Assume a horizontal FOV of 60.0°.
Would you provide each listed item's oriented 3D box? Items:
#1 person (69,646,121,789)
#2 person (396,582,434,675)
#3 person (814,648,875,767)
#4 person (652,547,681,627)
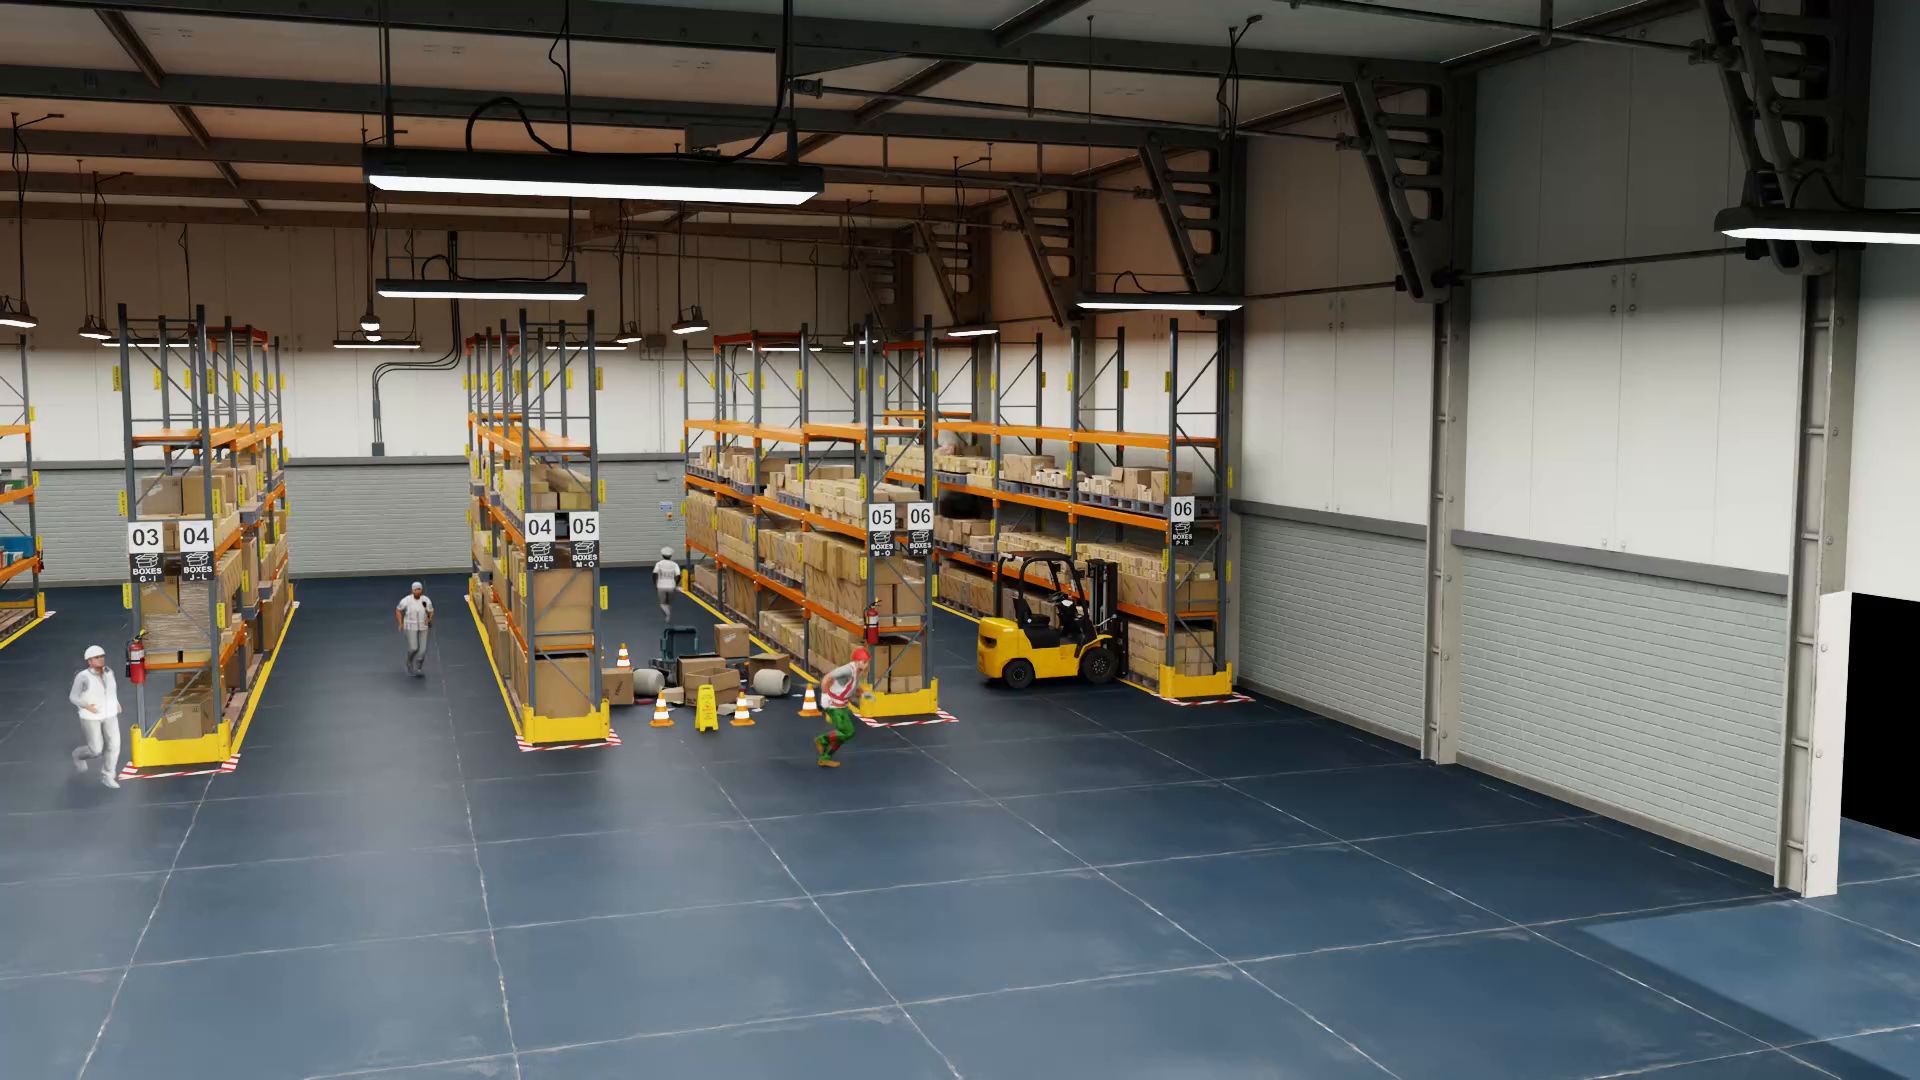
[{"bbox_3d":[-10.747,2.193,20.700,0.799,1.770,0.670,3,6,33],"label":"person"},{"bbox_3d":[-9.211,1.515,28.191,0.590,1.613,0.658,-3,6,-31],"label":"person"},{"bbox_3d":[-1.518,2.180,21.509,0.829,1.591,0.693,2,6,22],"label":"person"},{"bbox_3d":[-5.911,0.999,33.604,0.559,1.686,0.626,-2,6,-19],"label":"person"}]
